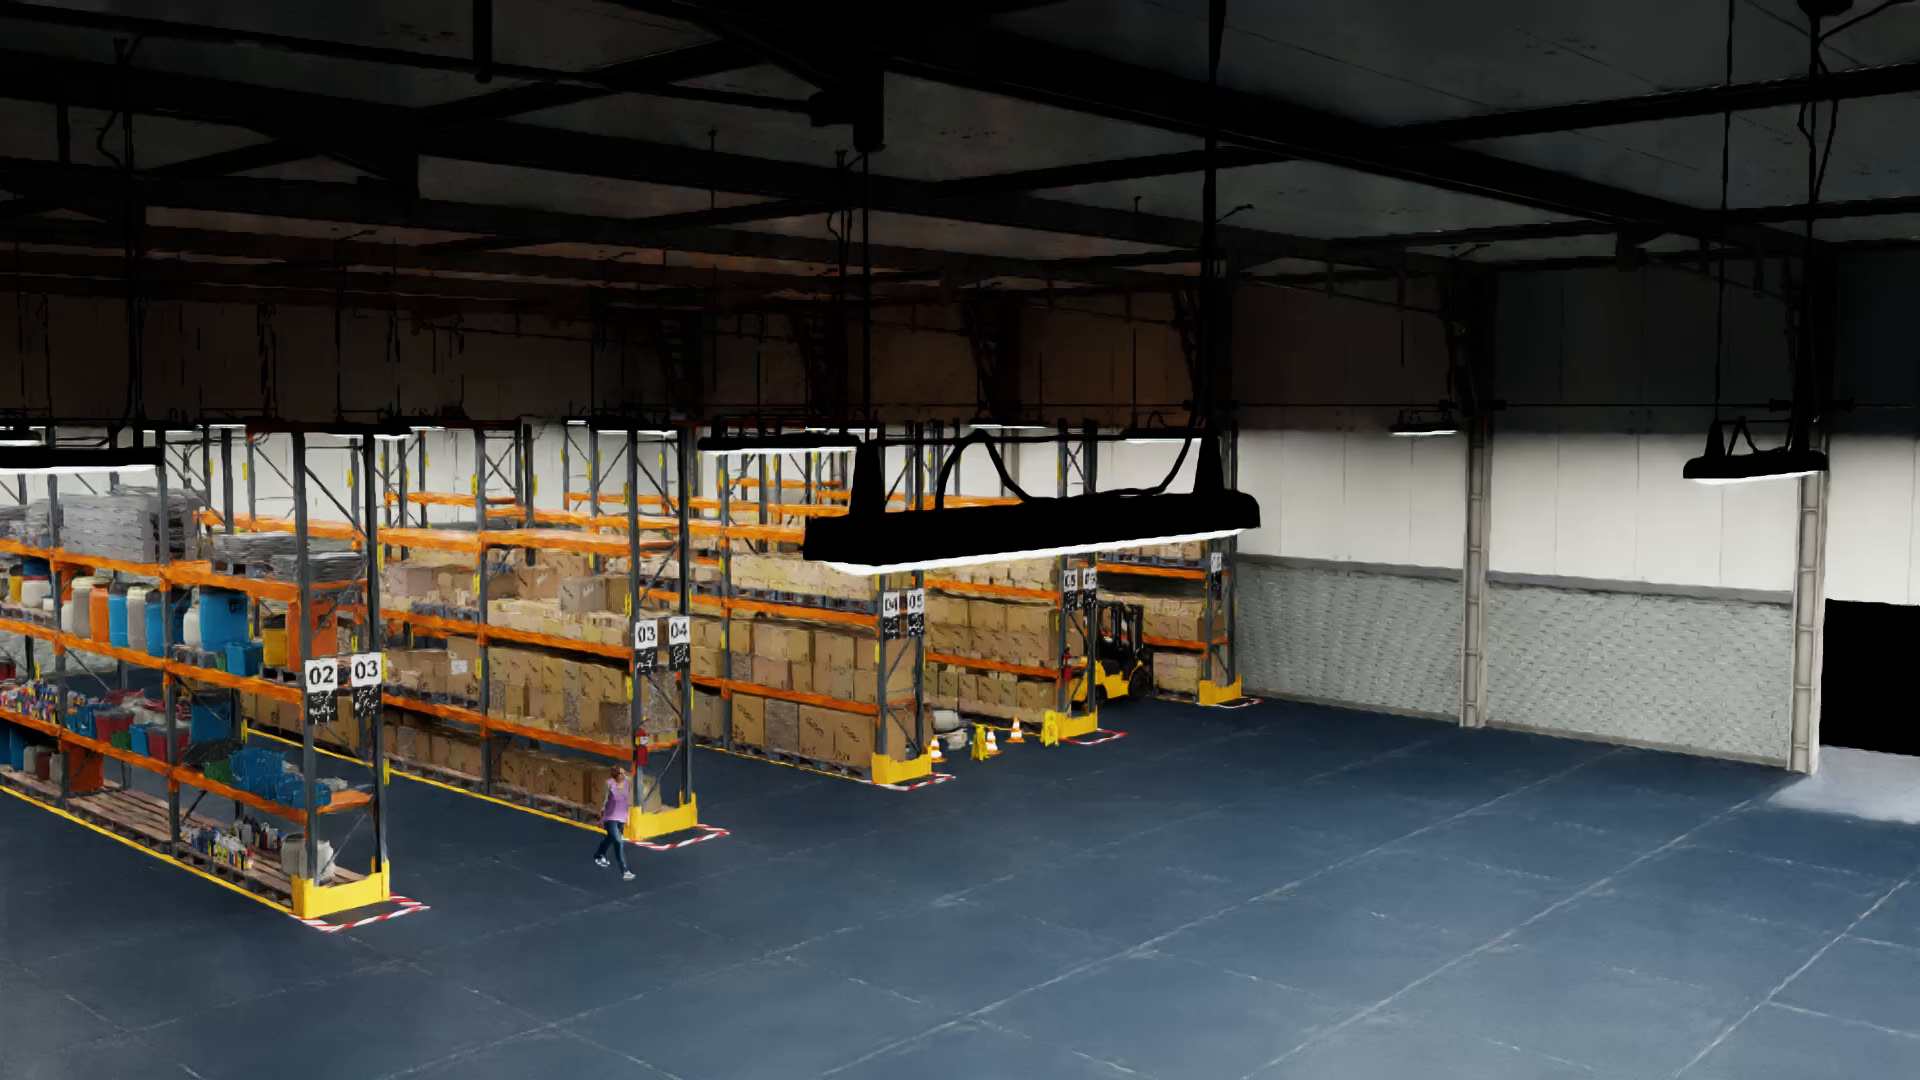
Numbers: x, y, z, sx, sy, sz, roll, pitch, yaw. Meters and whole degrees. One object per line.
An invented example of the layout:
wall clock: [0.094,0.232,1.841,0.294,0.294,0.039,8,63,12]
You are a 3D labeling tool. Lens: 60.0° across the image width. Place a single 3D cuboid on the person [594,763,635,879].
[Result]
person: [-4.618,3.785,22.364,1.041,1.409,0.415,4,6,39]
